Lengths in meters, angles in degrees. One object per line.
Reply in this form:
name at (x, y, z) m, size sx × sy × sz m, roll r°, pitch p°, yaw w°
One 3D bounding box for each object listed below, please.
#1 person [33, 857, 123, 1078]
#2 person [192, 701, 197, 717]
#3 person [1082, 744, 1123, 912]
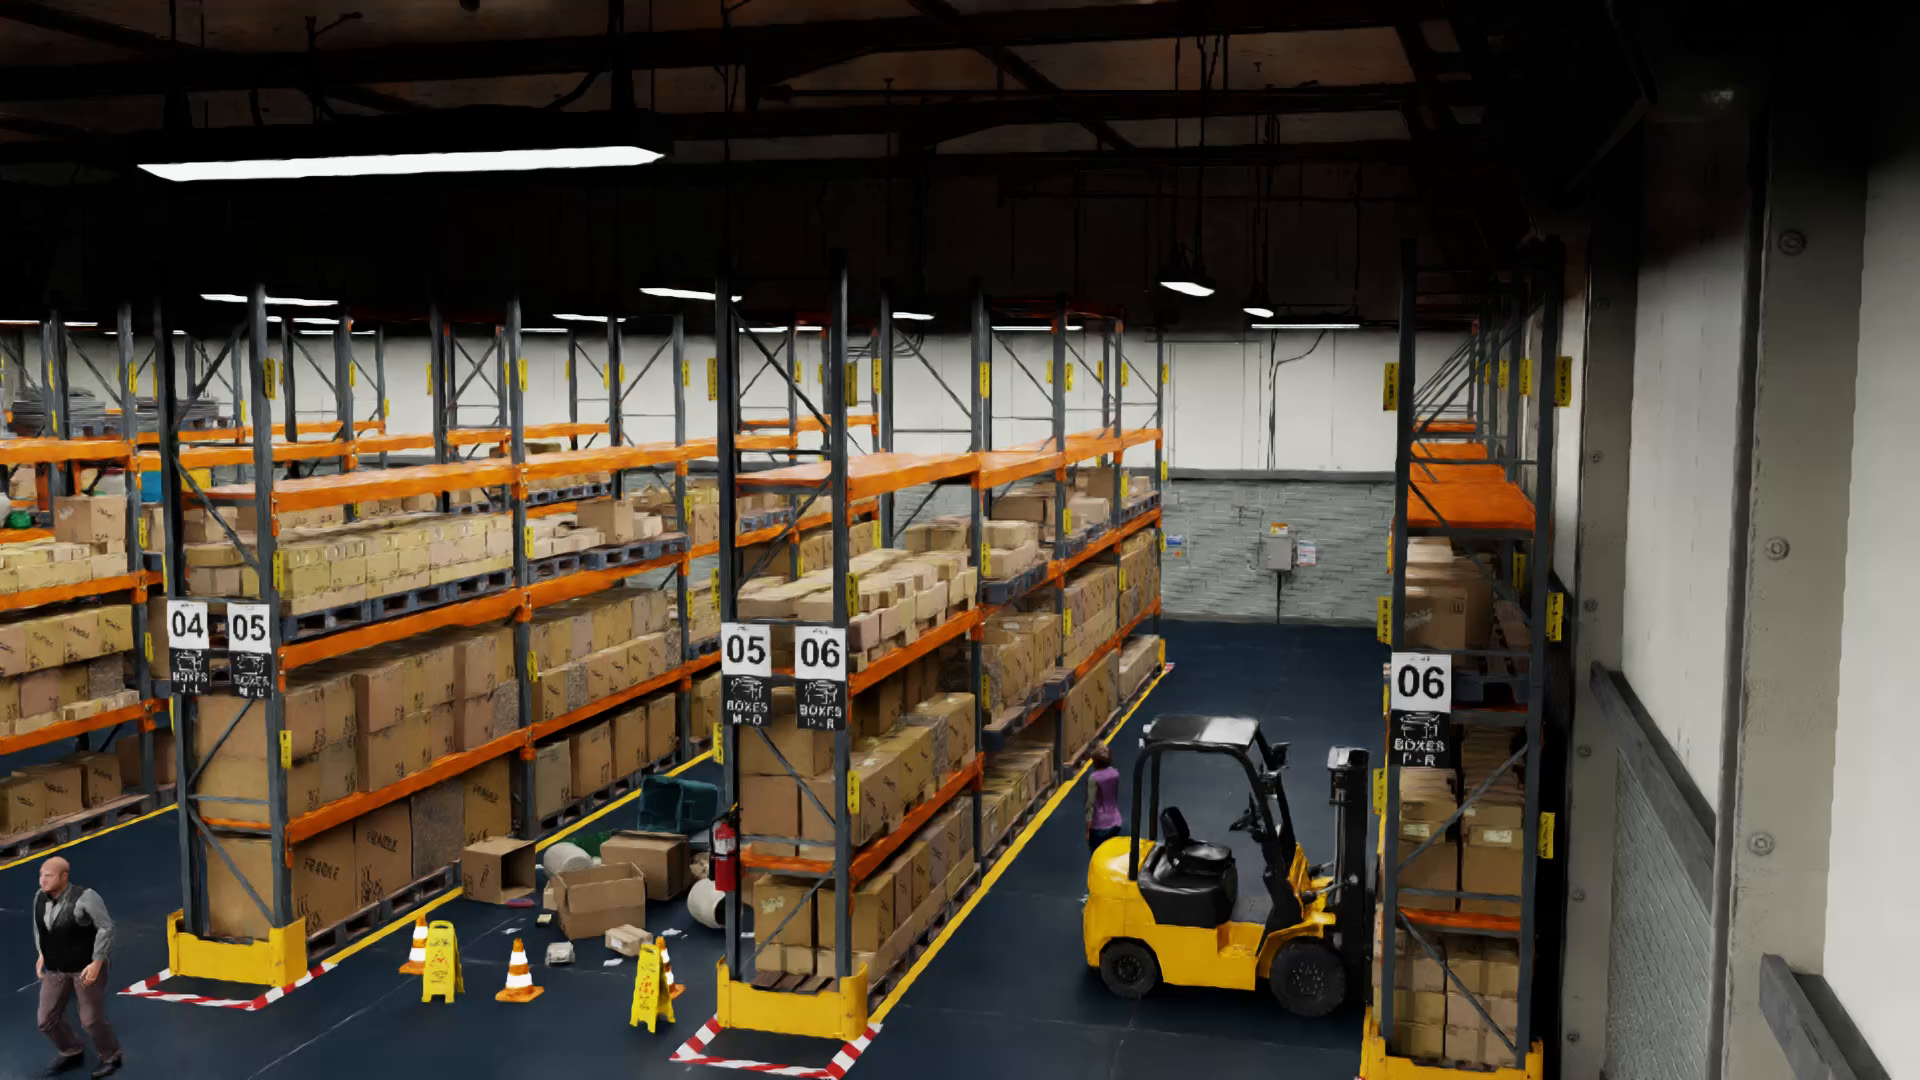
person at (-6.401, 3.074, 12.027) m, size 0.677 × 1.674 × 0.534 m, roll 2°, pitch 6°, yaw 14°
person at (-11.024, 1.868, 24.042) m, size 0.419 × 1.499 × 0.504 m, roll -1°, pitch 6°, yaw -12°
person at (1.314, 2.715, 15.669) m, size 0.467 × 1.584 × 0.450 m, roll -6°, pitch 8°, yaw -44°
